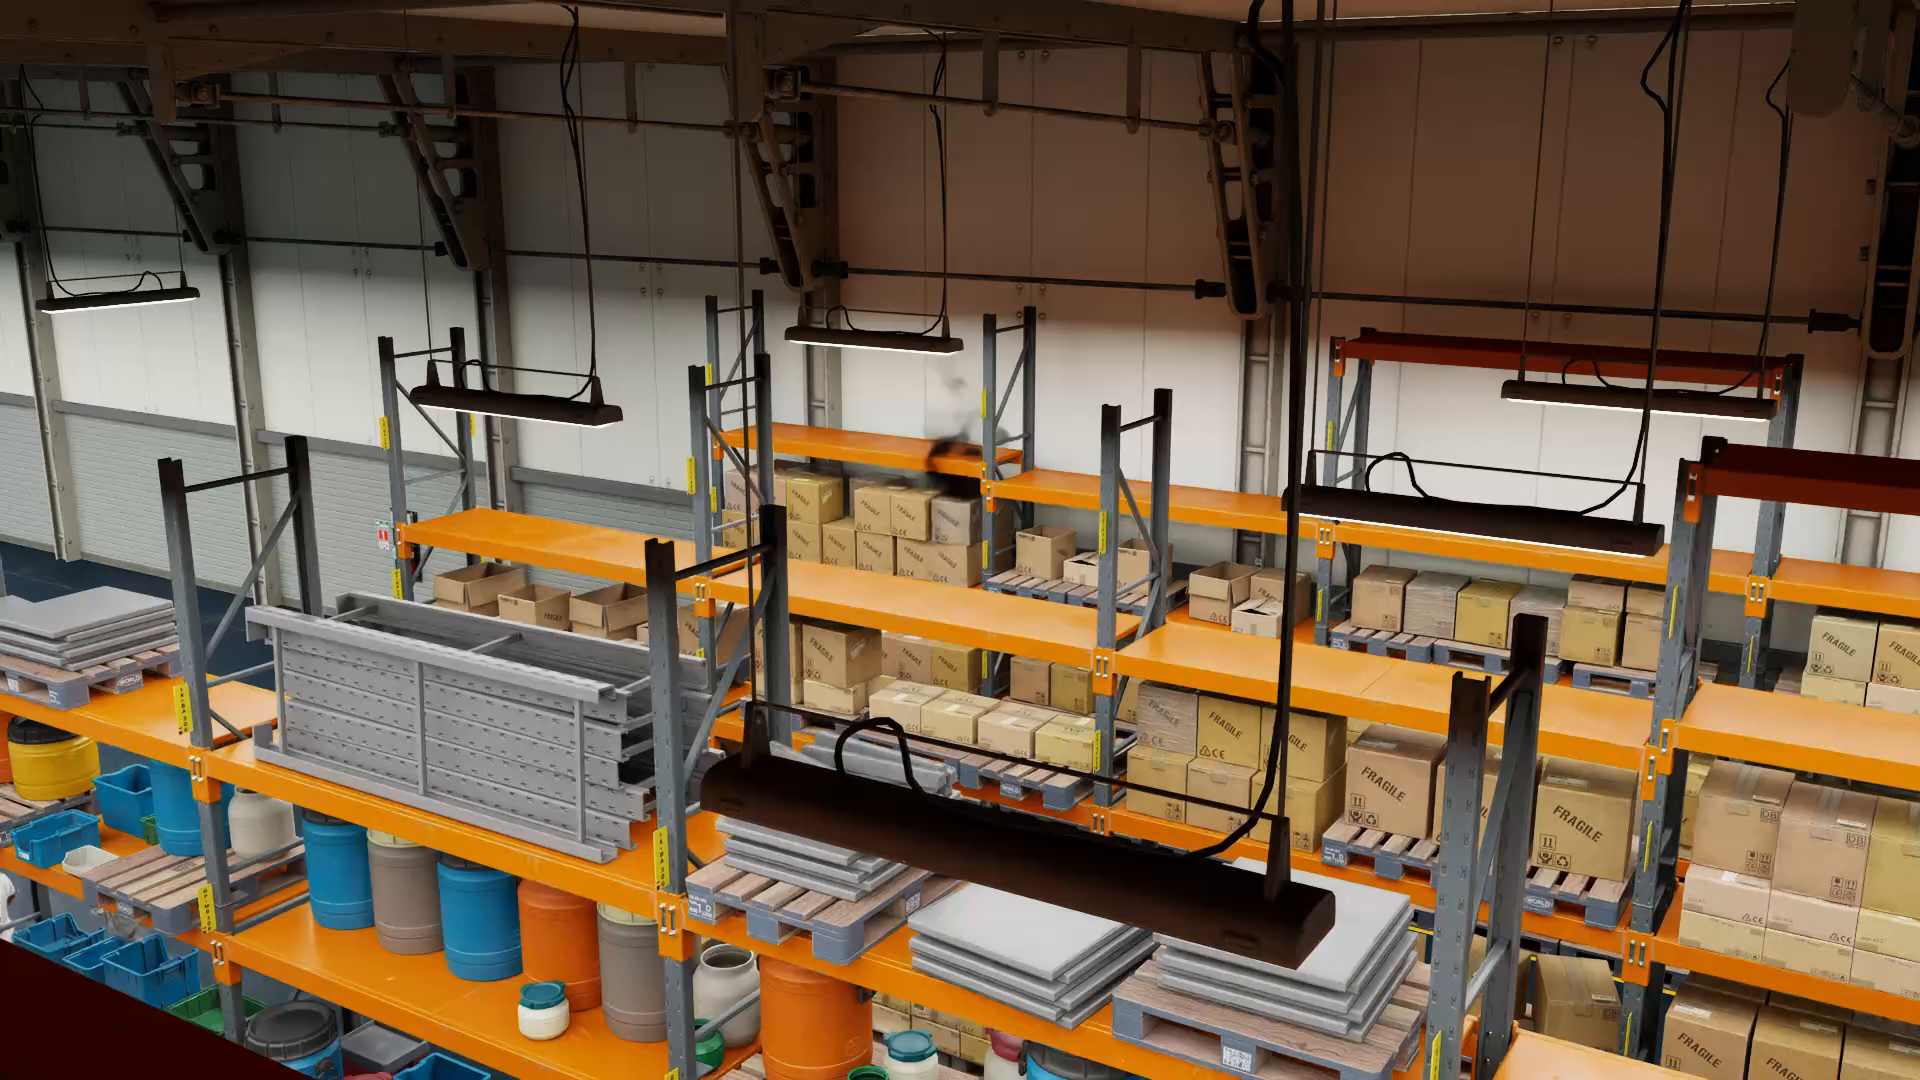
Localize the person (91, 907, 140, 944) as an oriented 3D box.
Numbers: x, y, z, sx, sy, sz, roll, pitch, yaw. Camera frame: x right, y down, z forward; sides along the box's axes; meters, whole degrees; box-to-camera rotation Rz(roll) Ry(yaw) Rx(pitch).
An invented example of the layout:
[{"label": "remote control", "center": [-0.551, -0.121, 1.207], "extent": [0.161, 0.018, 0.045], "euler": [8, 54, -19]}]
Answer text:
[{"label": "person", "center": [-7.732, 3.586, 15.481], "extent": [0.750, 1.588, 0.602], "euler": [3, 14, 11]}]

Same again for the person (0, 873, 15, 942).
[{"label": "person", "center": [-8.703, 3.634, 14.990], "extent": [0.784, 1.769, 0.722], "euler": [-3, 14, -12]}]
